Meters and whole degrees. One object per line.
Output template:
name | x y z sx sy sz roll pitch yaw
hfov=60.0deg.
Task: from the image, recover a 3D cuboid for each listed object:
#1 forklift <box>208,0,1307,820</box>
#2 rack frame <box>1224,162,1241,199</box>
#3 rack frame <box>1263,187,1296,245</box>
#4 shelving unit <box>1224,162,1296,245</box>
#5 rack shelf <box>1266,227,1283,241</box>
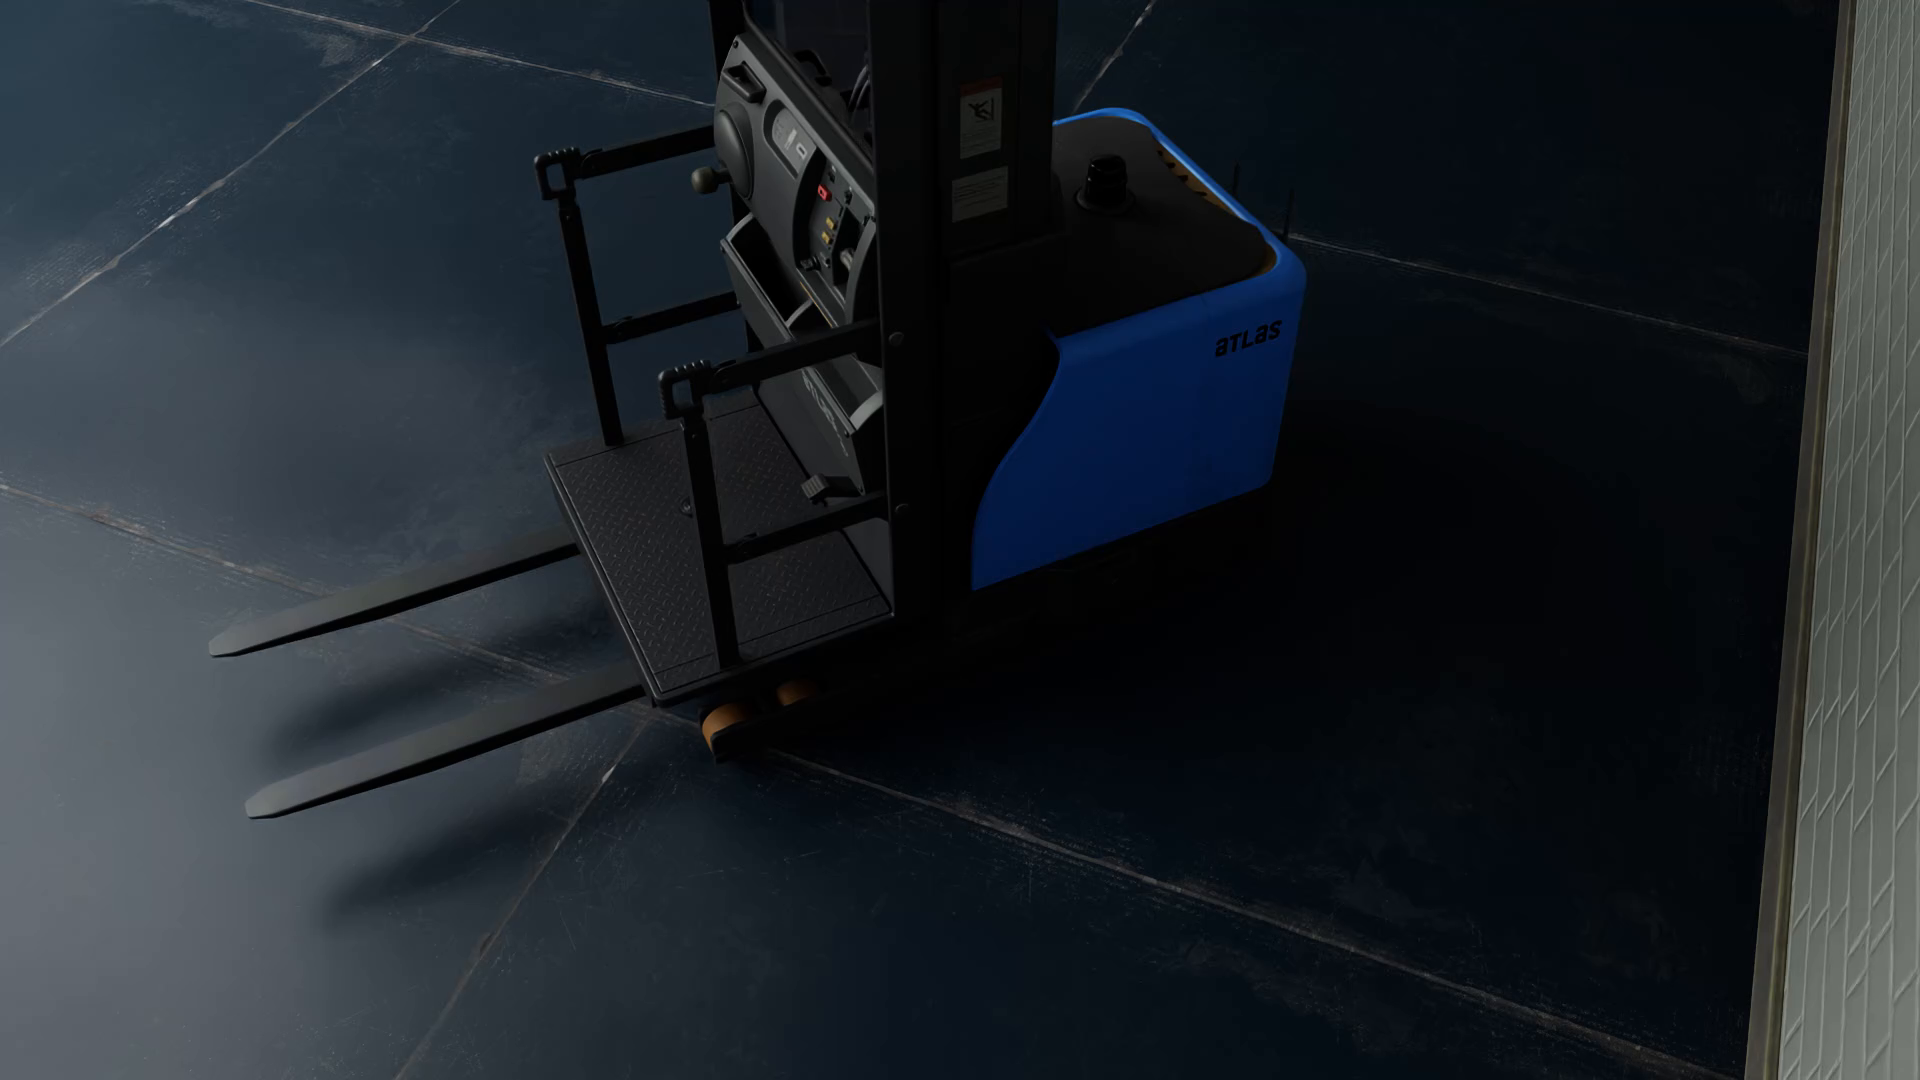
forklift | -0.597 -0.856 4.032 3.031 2.935 1.130 -19 48 -18
rack frame | 0.787 -0.787 5.403 0.006 0.900 0.240 33 53 28
rack frame | 0.937 -0.691 5.306 0.006 0.900 0.240 33 53 28
shelving unit | 0.862 -0.739 5.355 0.210 0.900 0.258 33 53 28
rack shelf | 0.862 -0.907 5.188 0.200 0.077 0.258 33 53 28
